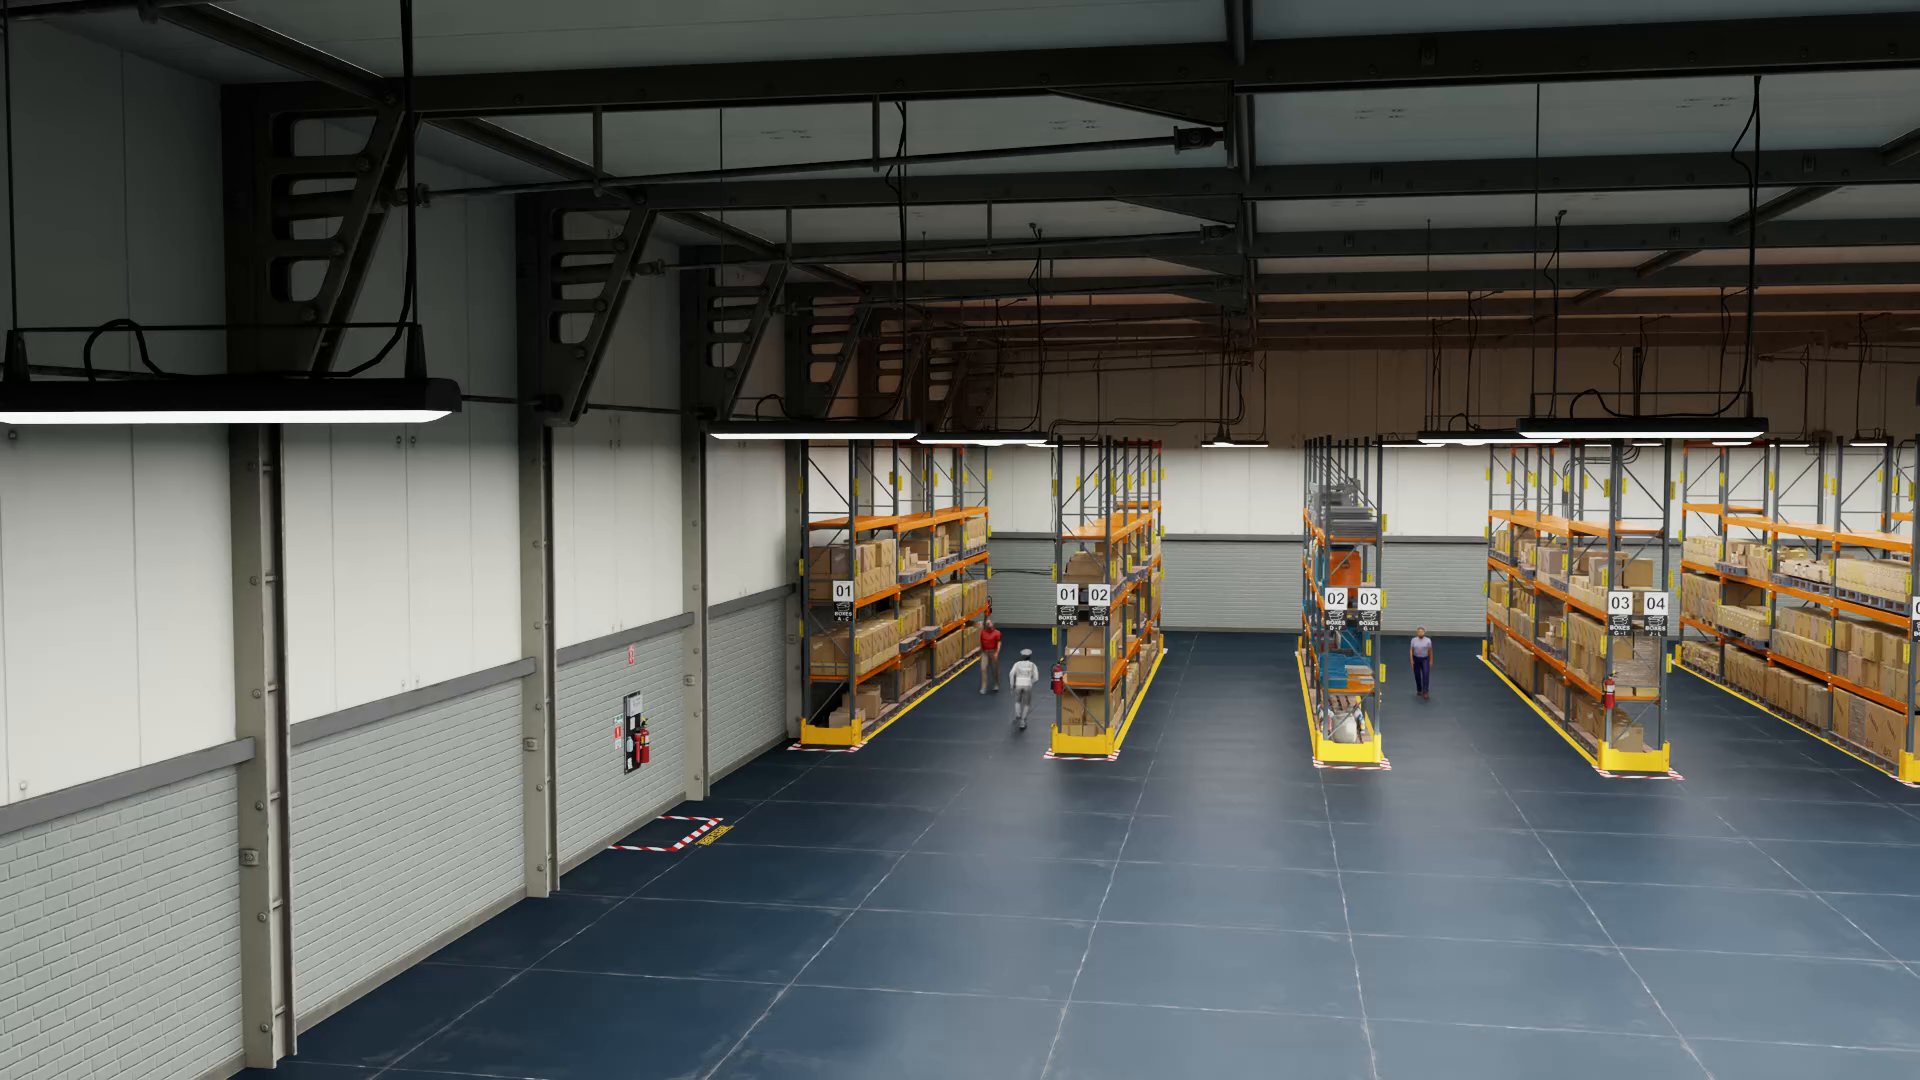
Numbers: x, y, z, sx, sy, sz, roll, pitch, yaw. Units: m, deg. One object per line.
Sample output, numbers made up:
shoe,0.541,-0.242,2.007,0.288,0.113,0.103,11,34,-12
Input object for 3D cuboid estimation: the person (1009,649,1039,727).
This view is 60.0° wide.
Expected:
person,1.334,3.067,34.576,0.584,1.584,0.705,1,3,11

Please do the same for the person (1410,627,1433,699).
person,10.646,2.816,38.440,0.506,1.607,0.885,1,3,25

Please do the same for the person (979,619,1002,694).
person,0.702,2.740,39.362,0.556,1.730,0.843,1,3,17
